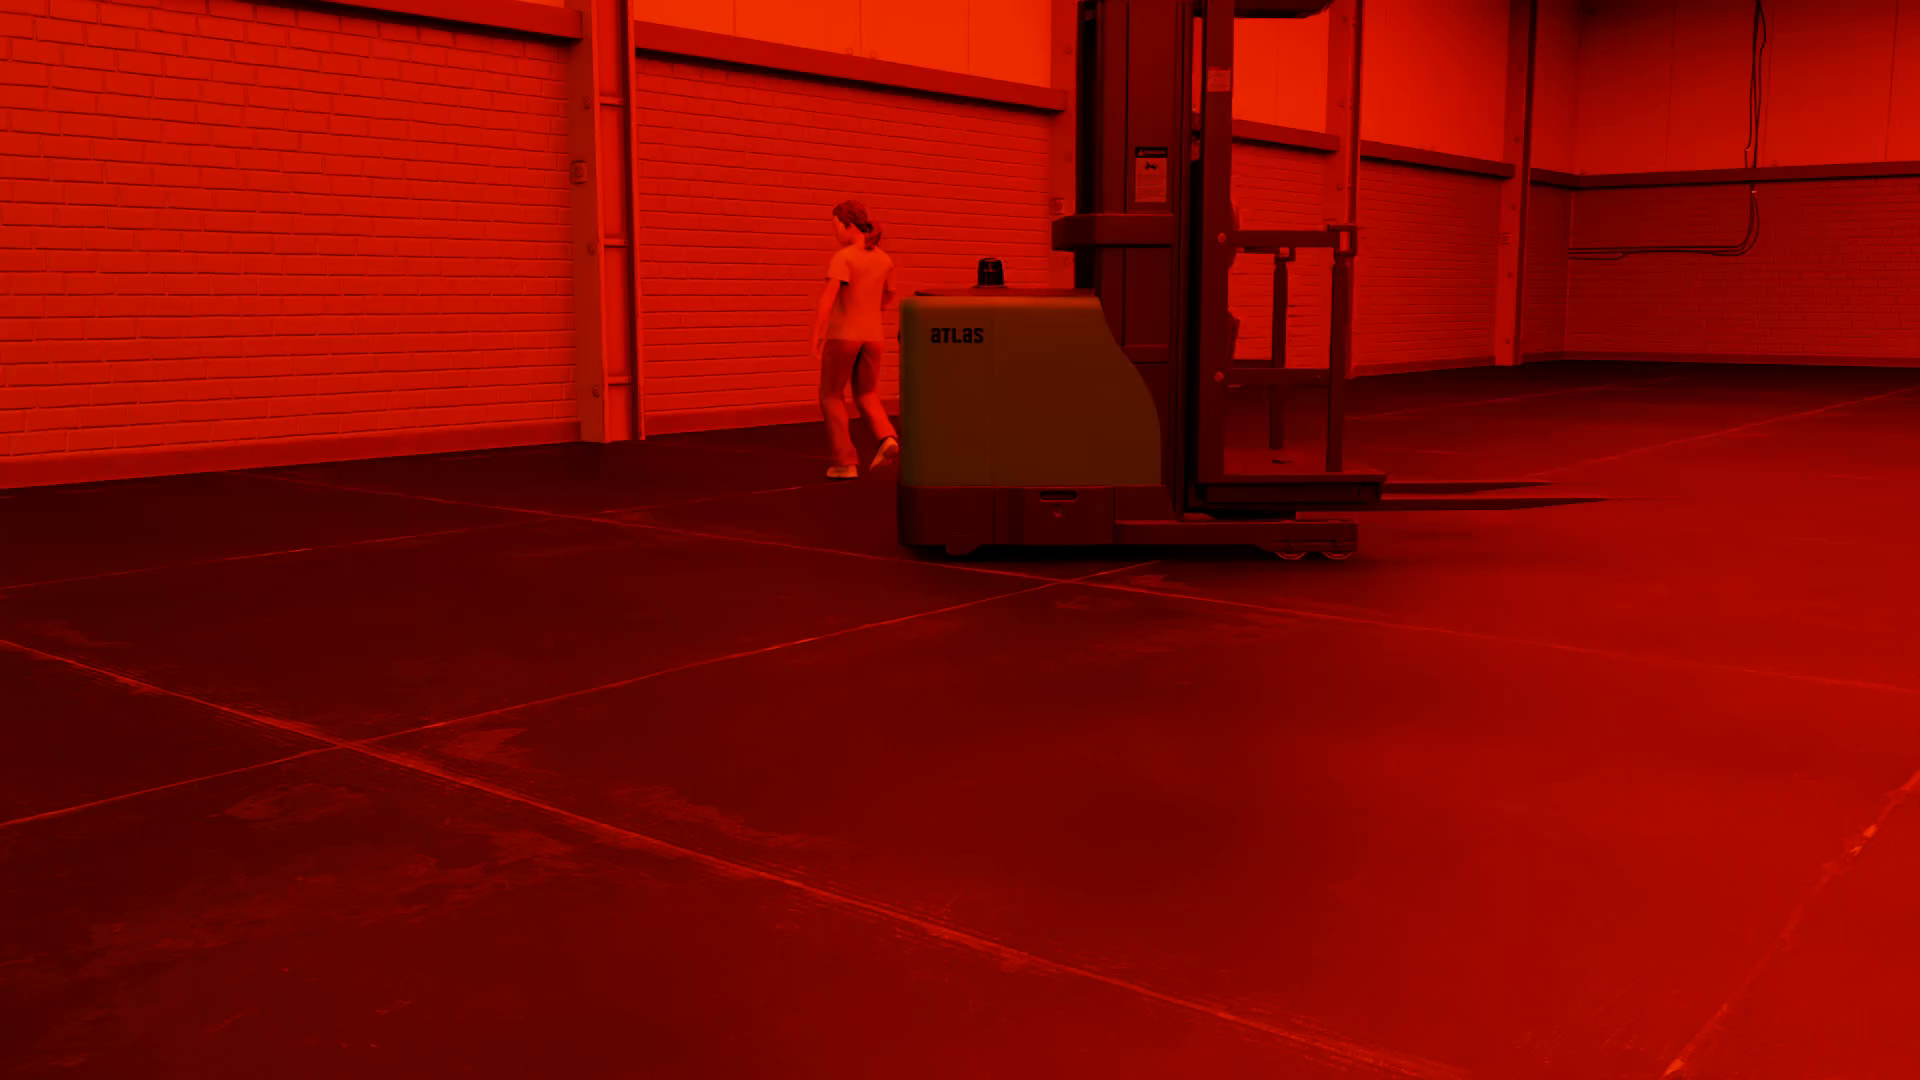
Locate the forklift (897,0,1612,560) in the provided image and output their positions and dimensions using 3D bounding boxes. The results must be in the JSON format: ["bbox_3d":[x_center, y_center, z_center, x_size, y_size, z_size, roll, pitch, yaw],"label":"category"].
[{"bbox_3d":[1.245,-1.443,7.142,3.031,2.935,1.130,0,8,-3],"label":"forklift"}]

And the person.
[{"bbox_3d":[-0.658,-1.164,9.766,0.637,1.630,0.554,-5,10,-30],"label":"person"}]
